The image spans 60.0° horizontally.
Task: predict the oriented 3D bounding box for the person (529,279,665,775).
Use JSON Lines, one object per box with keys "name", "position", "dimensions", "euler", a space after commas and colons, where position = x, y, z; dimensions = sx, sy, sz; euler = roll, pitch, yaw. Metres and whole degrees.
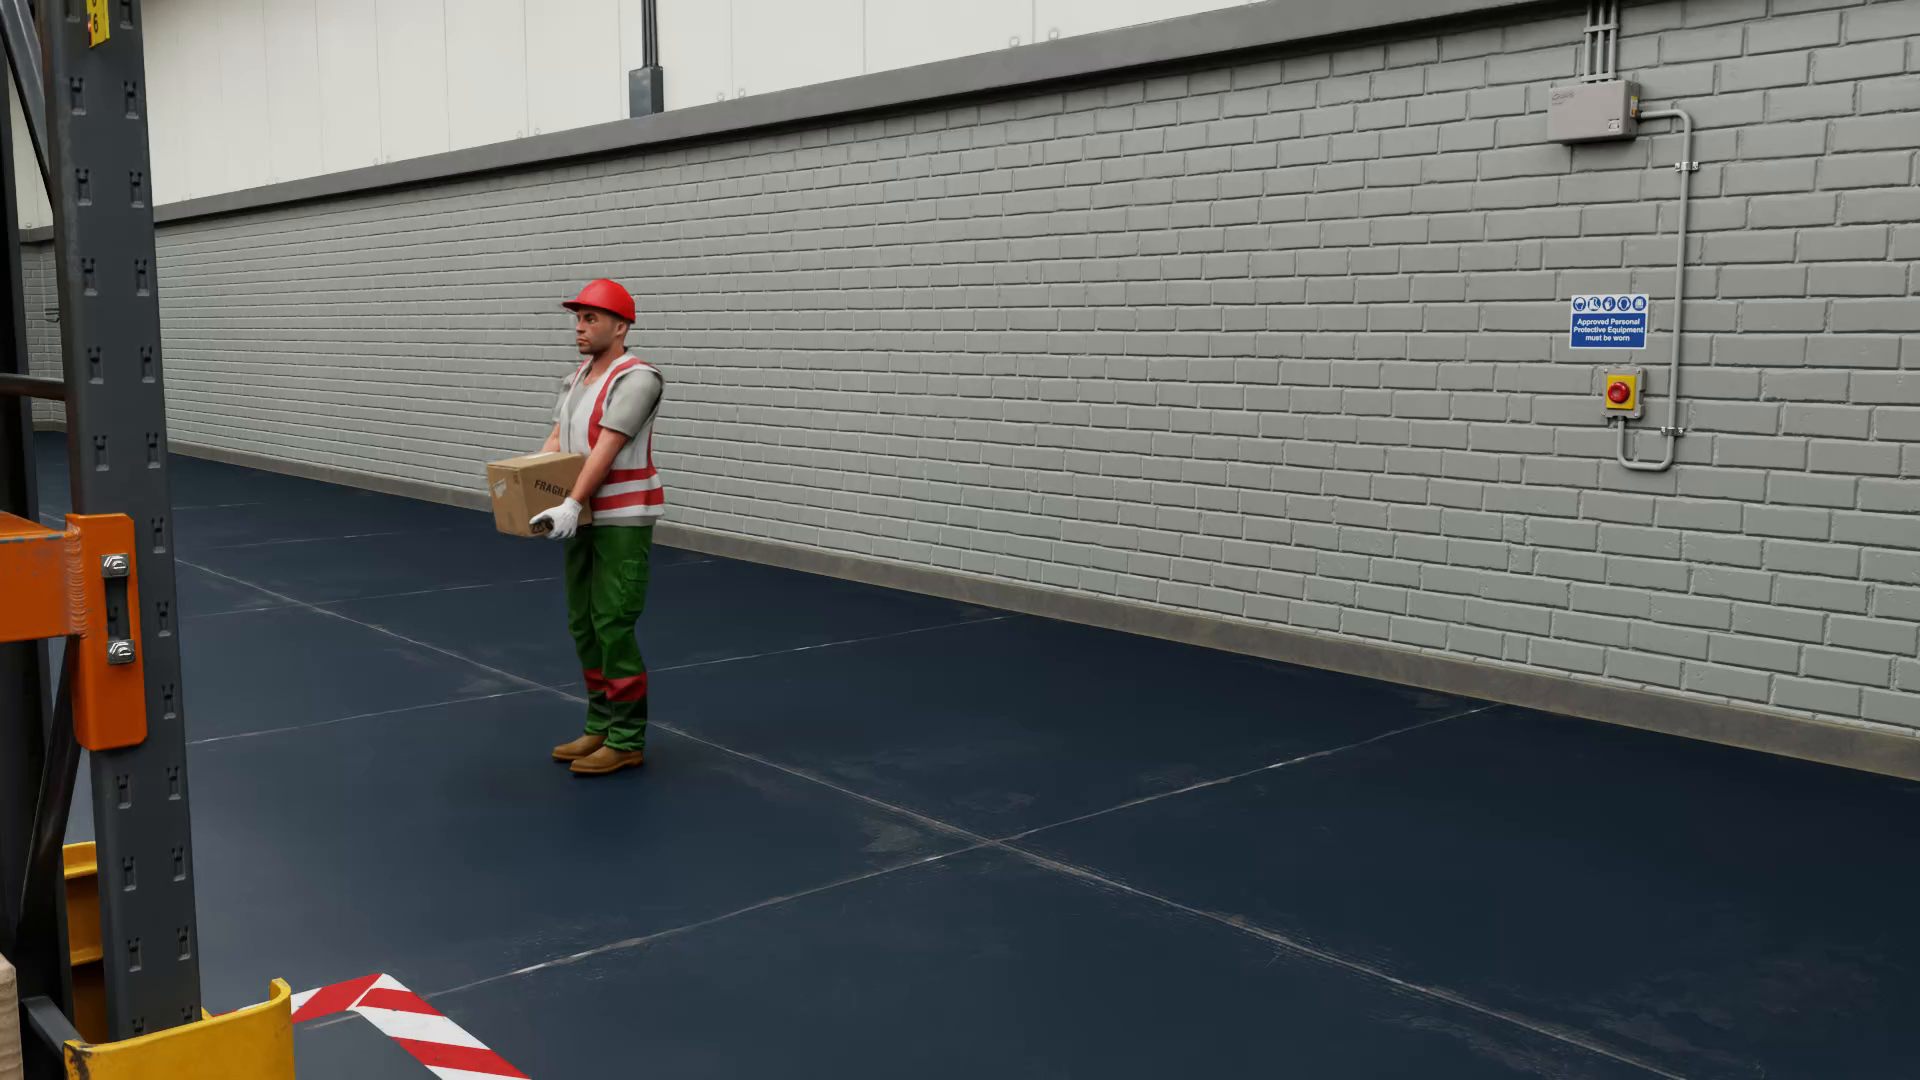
{"name": "person", "position": [-1.363, -0.048, 6.053], "dimensions": [0.563, 1.787, 0.495], "euler": [-7, 10, -41]}
